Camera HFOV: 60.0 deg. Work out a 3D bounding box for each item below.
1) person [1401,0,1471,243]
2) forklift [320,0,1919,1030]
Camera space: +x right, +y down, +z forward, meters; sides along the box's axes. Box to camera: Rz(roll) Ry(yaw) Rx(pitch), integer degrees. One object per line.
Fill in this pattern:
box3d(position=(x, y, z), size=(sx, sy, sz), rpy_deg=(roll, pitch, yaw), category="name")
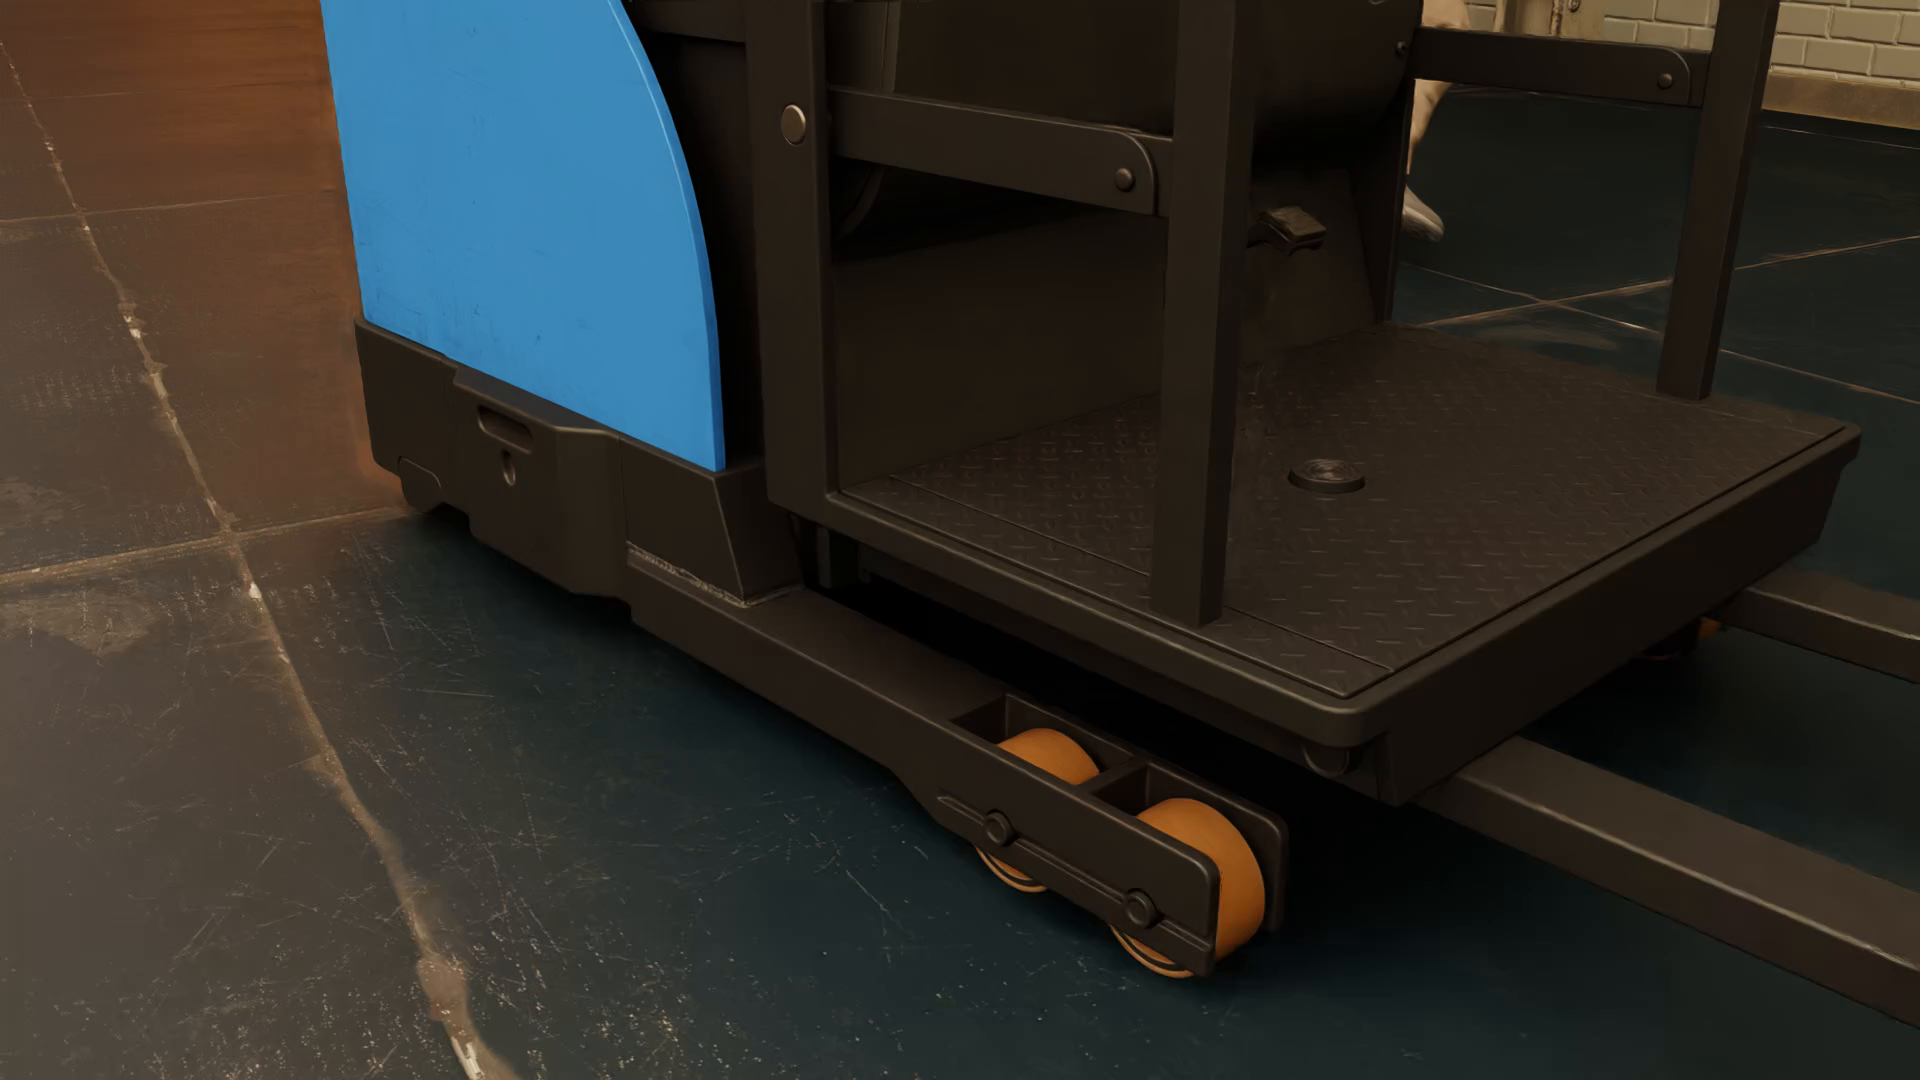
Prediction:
box3d(position=(1.015, -1.522, 4.463), size=(0.669, 1.505, 0.794), rpy_deg=(-5, 23, -11), category="person")
box3d(position=(0.387, -1.155, 1.588), size=(1.130, 2.935, 3.031), rpy_deg=(-19, 29, -39), category="forklift")
